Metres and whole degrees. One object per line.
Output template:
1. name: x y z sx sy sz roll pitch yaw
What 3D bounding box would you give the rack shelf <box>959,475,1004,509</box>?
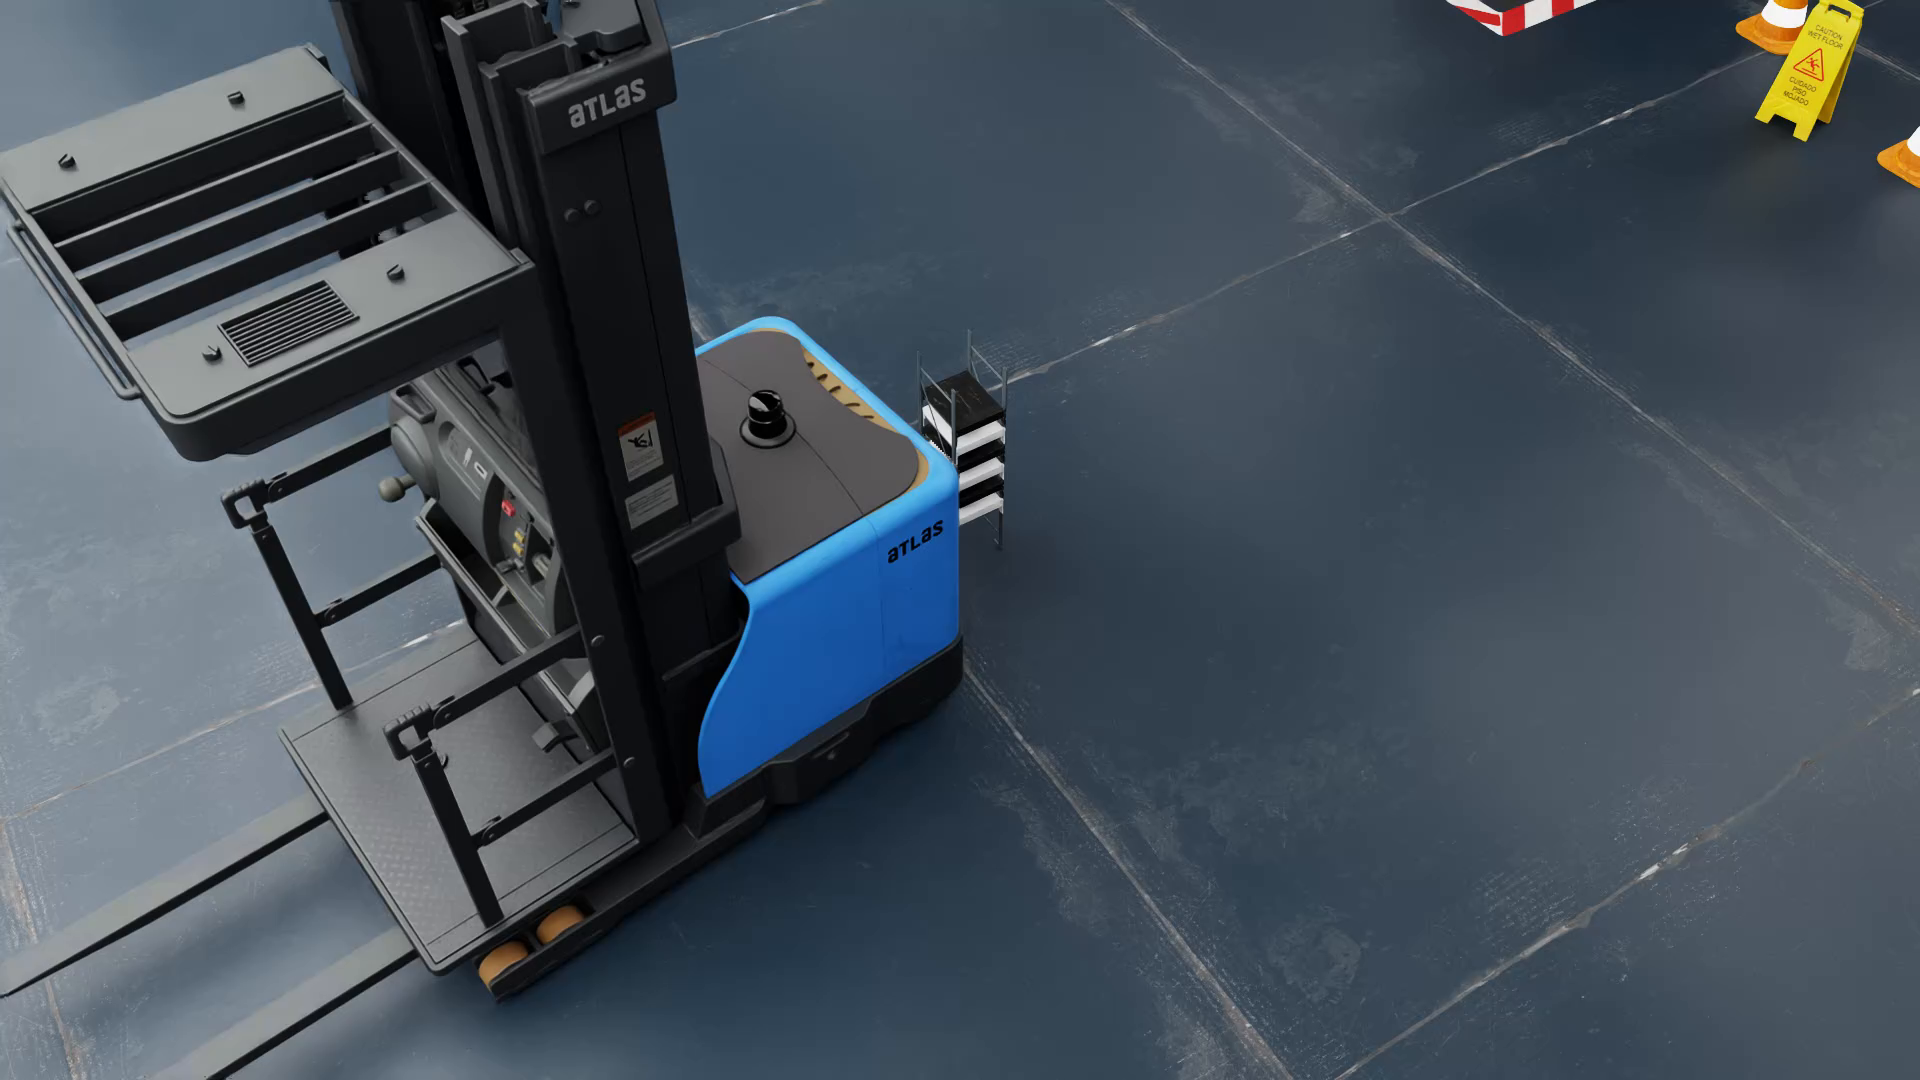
1. rack shelf: 0.007 -0.220 6.009 0.200 0.077 0.258 -25 53 -21

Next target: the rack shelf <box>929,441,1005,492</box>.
1. rack shelf: 0.007 -0.280 5.942 0.200 0.077 0.258 -25 53 -21

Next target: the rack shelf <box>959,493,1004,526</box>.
1. rack shelf: 0.007 -0.161 6.076 0.200 0.077 0.258 -25 53 -21

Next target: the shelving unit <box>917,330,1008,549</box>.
1. shelving unit: 0.007 -0.302 5.917 0.210 0.900 0.258 -25 53 -21

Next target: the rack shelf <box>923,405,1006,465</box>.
1. rack shelf: 0.007 -0.400 5.807 0.200 0.077 0.258 -25 53 -21

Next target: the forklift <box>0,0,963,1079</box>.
1. forklift: -1.452 -0.053 4.335 3.031 2.935 1.130 -31 55 -25

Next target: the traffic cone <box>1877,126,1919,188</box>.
1. traffic cone: 4.524 -1.914 7.644 0.334 0.463 0.336 -25 53 -21

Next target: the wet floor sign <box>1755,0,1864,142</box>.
1. wet floor sign: 4.034 -2.247 7.819 0.232 0.644 0.267 -34 57 -27

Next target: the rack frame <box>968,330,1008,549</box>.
1. rack frame: 0.093 -0.343 5.953 0.006 0.900 0.240 -25 53 -21

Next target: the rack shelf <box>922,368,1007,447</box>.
1. rack shelf: 0.007 -0.460 5.740 0.200 0.077 0.258 -25 53 -21

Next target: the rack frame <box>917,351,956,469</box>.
1. rack frame: -0.079 -0.262 5.881 0.006 0.900 0.240 -25 53 -21

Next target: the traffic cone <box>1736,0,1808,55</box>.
1. traffic cone: 4.209 -2.763 8.400 0.334 0.463 0.336 -25 53 -21

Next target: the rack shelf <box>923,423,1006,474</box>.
1. rack shelf: 0.007 -0.340 5.874 0.200 0.077 0.258 -25 53 -21
